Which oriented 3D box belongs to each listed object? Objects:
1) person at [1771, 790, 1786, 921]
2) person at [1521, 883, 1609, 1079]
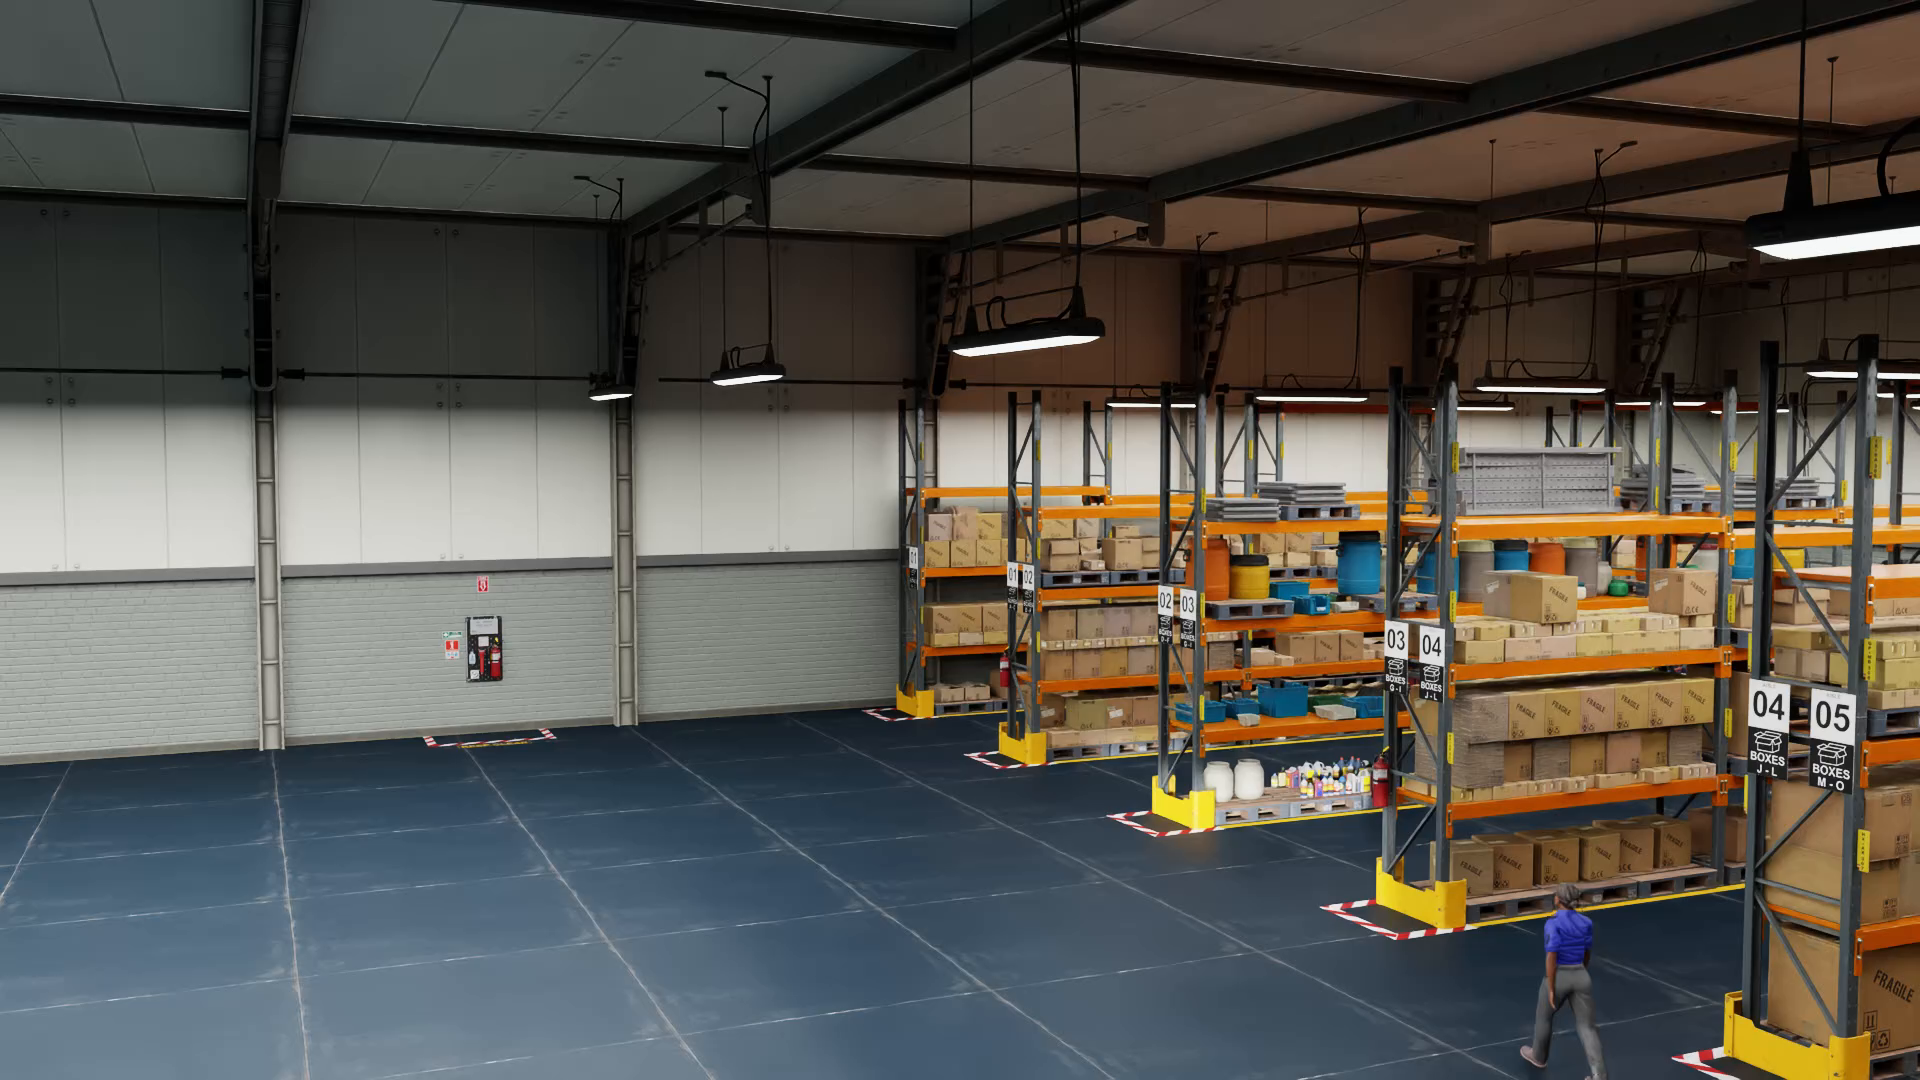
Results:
[{"bbox_3d":[8.472,3.306,16.690,0.675,1.765,0.583,0,3,-6],"label":"person"},{"bbox_3d":[4.897,3.599,13.422,0.442,1.528,1.041,0,3,-8],"label":"person"}]
